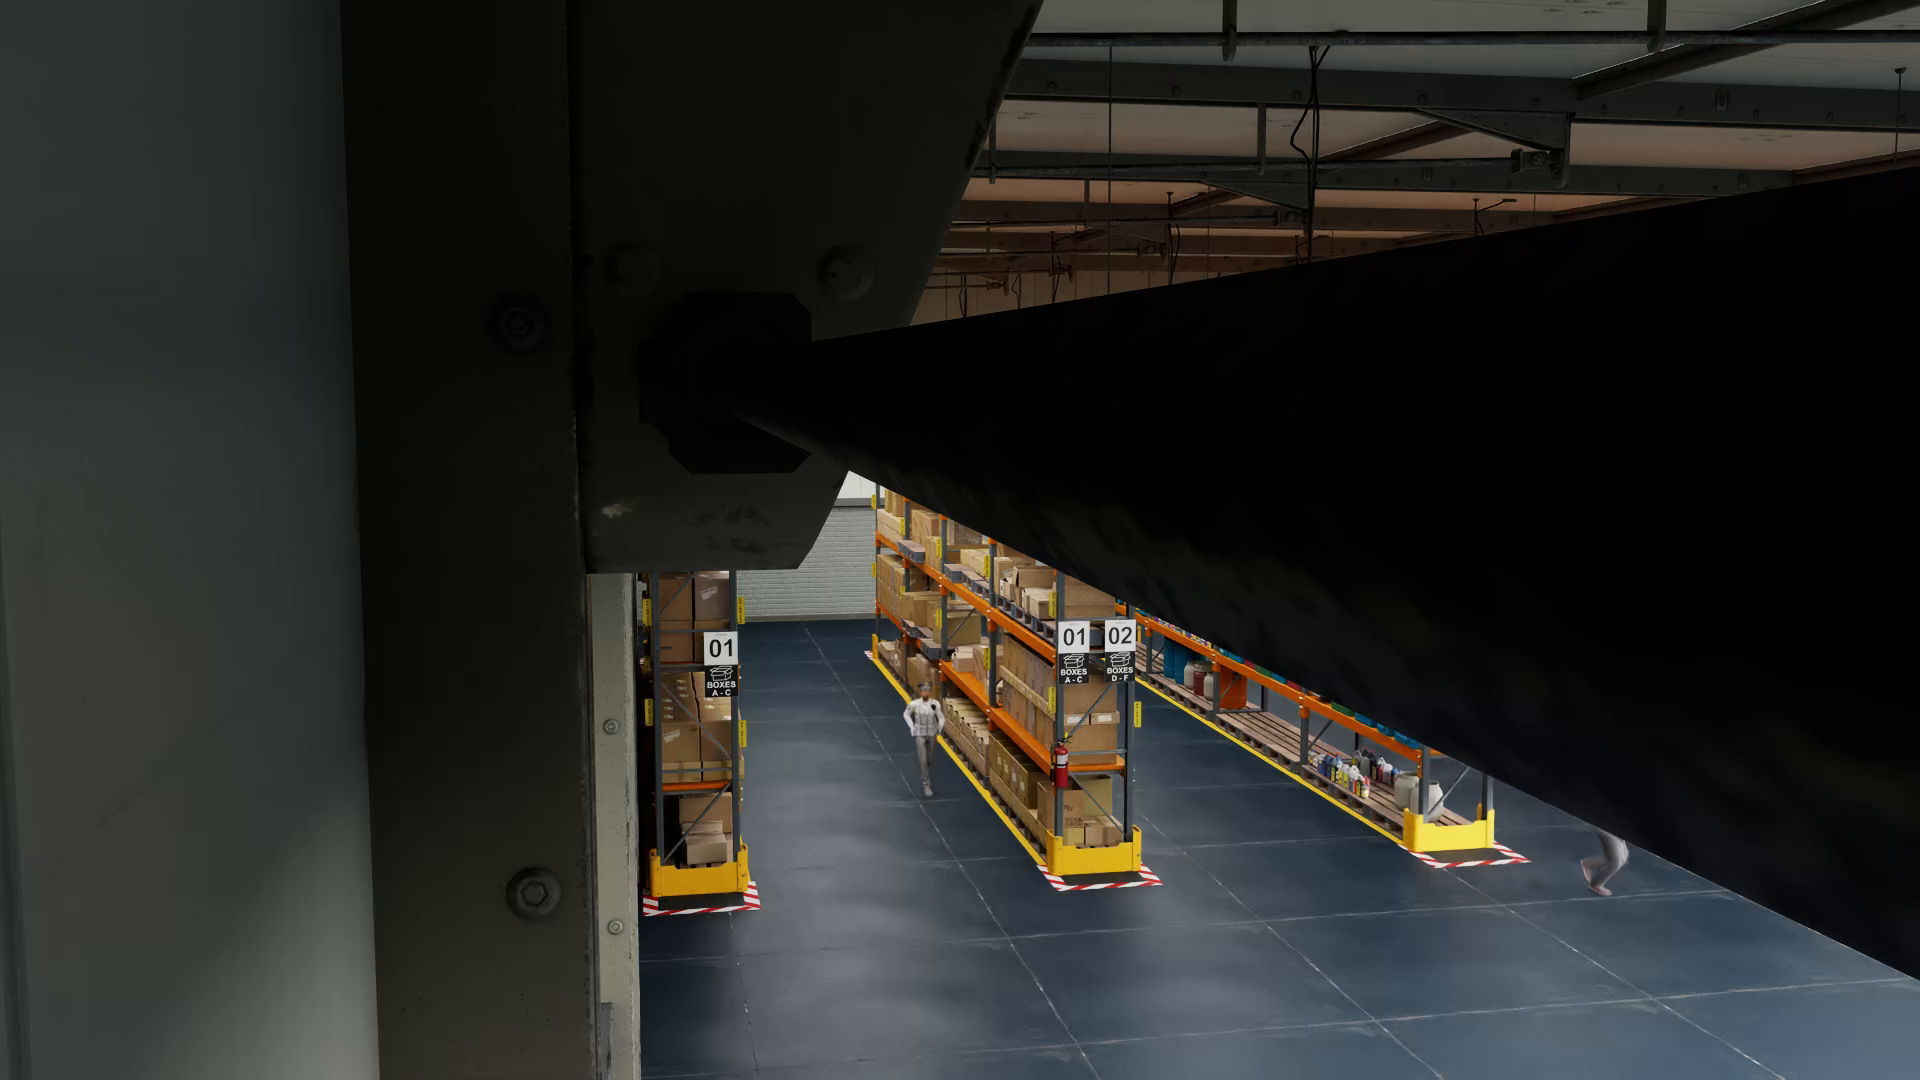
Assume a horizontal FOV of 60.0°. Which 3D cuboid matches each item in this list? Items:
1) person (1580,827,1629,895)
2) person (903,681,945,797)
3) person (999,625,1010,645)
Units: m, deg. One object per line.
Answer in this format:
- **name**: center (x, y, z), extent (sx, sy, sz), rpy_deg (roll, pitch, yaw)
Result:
- **person**: center (7.944, 3.542, 20.080), extent (0.776, 1.510, 0.586), rpy_deg (3, 7, 27)
- **person**: center (-0.528, 2.946, 24.997), extent (0.618, 1.694, 0.807), rpy_deg (-1, 6, -11)
- **person**: center (1.021, 1.900, 34.839), extent (0.654, 1.740, 0.754), rpy_deg (-3, 6, -24)
